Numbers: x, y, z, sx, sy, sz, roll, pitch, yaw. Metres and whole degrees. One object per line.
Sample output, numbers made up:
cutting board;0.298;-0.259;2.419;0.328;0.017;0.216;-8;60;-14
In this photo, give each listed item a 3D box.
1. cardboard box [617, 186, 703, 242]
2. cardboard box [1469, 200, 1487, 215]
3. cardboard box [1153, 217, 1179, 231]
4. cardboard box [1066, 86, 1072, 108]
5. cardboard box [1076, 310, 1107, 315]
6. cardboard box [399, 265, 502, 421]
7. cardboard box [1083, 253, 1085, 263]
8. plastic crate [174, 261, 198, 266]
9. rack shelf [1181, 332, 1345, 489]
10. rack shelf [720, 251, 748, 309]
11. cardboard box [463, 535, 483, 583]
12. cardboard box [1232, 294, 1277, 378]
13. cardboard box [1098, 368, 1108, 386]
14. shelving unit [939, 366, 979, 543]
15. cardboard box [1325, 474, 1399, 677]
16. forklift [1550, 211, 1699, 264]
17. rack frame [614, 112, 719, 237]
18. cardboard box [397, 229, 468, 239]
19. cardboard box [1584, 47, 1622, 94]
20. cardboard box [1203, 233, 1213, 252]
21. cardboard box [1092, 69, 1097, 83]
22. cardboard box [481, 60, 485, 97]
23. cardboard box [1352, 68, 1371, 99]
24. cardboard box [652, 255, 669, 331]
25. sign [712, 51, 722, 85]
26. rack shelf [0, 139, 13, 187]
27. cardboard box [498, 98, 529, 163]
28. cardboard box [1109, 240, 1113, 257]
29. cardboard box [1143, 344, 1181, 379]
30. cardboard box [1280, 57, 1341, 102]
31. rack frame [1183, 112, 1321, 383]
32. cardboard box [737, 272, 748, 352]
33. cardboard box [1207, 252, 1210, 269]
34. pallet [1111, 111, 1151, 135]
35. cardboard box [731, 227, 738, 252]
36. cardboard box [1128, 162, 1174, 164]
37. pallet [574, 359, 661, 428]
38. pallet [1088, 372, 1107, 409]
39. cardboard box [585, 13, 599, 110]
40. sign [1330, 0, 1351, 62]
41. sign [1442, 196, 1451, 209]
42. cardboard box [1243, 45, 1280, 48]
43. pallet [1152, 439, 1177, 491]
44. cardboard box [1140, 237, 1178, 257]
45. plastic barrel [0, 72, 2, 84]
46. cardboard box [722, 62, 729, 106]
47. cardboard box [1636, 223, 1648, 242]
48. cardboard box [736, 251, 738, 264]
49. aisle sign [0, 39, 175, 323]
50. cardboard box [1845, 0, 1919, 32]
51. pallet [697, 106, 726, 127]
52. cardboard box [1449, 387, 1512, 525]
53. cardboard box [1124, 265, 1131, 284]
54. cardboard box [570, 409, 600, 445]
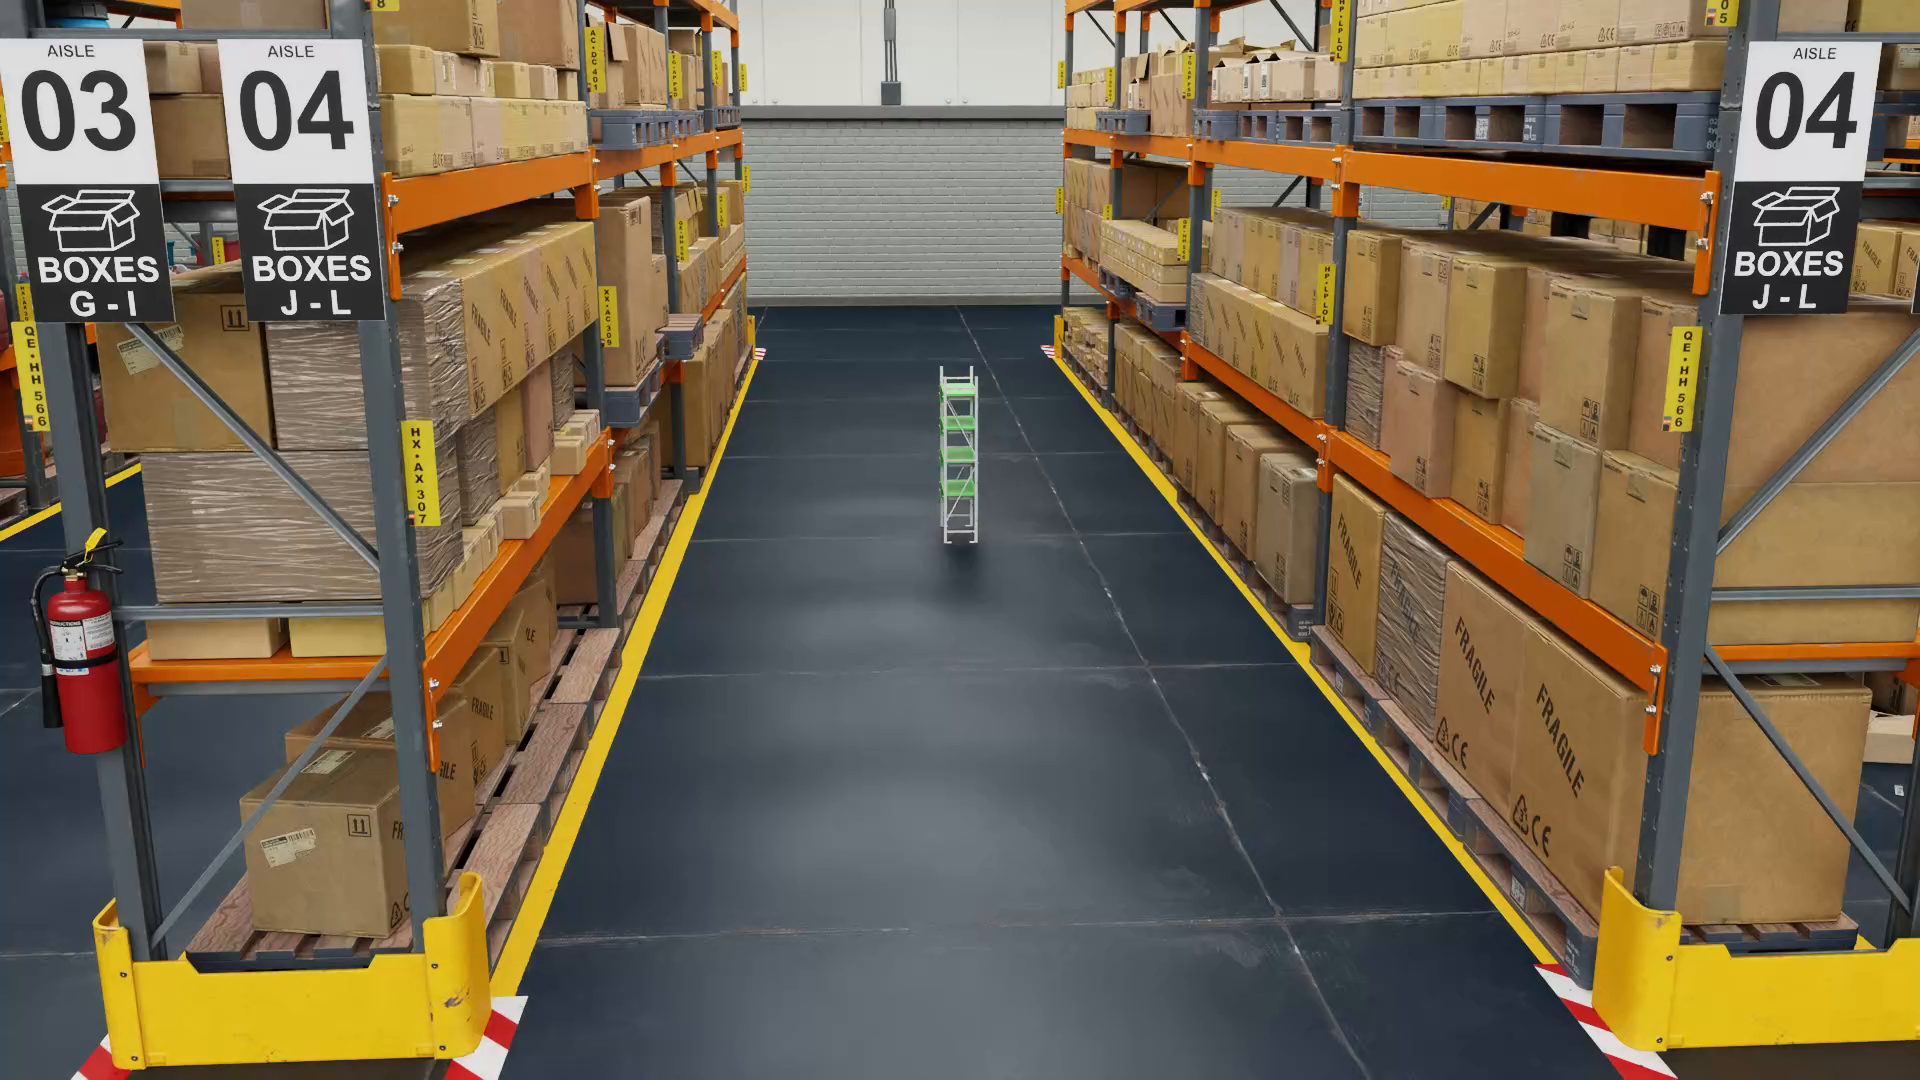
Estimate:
cardboard box;-2.878;-3.133;15.970;0.797;0.503;0.637;-1;14;-5
cardboard box;6.502;-4.186;20.068;0.500;0.500;0.500;-1;14;-5
cardboard box;2.252;-3.129;17.369;0.500;0.500;0.500;-1;14;-4
cardboard box;1.552;-5.310;19.924;0.500;0.250;0.500;-1;14;-3
cardboard box;1.614;-2.712;20.234;0.380;0.149;0.250;-1;14;-2
cardboard box;-1.968;-0.715;5.983;0.500;0.500;0.500;-1;14;-3
cardboard box;1.629;-3.274;19.236;0.380;0.149;0.250;-1;14;-5
plastic crate;-8.206;-2.851;17.520;0.437;0.125;0.590;-1;14;-3
rack shelf;2.403;-0.969;11.215;1.077;0.370;4.000;-1;14;-3
rack shelf;-3.049;-2.907;18.747;1.077;0.370;4.000;-1;14;-3
cardboard box;-1.995;0.087;6.172;0.380;0.149;0.250;-1;14;-3
cardboard box;2.131;-1.371;11.135;0.500;0.500;0.500;-1;14;-4
cardboard box;1.667;-1.724;17.586;0.380;0.149;0.250;-1;14;-3
shelving unit;-0.010;-0.622;12.037;0.258;1.200;0.503;-1;14;-3
cardboard box;2.496;0.164;8.792;0.875;0.875;0.875;-1;14;-3
forklift;4.709;-1.381;11.511;1.130;2.935;3.031;-1;14;-3
rack frame;-2.925;-2.758;16.725;1.000;3.000;0.127;-1;14;-3
cardboard box;-2.623;-1.205;7.884;0.500;0.500;0.500;-1;14;-3
cardboard box;2.384;-1.612;5.711;0.380;0.149;0.250;-1;14;-3
cardboard box;2.361;-2.629;14.692;0.380;0.149;0.250;0;14;-2
cardboard box;1.633;-5.019;17.992;0.380;0.149;0.250;-1;14;-4
cardboard box;-2.077;-1.804;6.498;0.380;0.149;0.250;-1;14;-4
cardboard box;2.210;-2.307;8.412;0.380;0.149;0.250;-1;14;-4
cardboard box;-2.470;-1.744;11.740;0.700;0.500;0.500;1;14;5
sign;-2.385;-4.624;16.289;0.100;0.325;0.005;-1;14;-3
rack shelf;-7.745;-3.288;14.210;1.077;0.370;4.000;-1;14;-3
cardboard box;-2.056;-1.658;6.732;0.500;0.250;0.500;0;14;-2
cardboard box;1.631;-2.801;15.958;0.380;0.149;0.250;-1;14;-2
cardboard box;1.917;-1.588;14.849;0.500;0.250;0.500;-1;14;-2
cardboard box;2.231;-2.755;9.952;0.500;0.250;0.500;-1;14;-4
rack frame;2.279;-1.814;13.058;1.000;3.000;0.127;-1;14;-3
cardboard box;-3.054;-2.769;20.190;0.875;0.875;0.875;-1;14;-3
cardboard box;2.368;-2.484;14.724;0.380;0.149;0.250;-1;14;-4
pallet;2.030;-3.758;14.969;1.213;0.211;1.003;-1;14;-3
cardboard box;-2.816;-3.455;19.138;0.500;0.250;0.500;-1;14;-5
cardboard box;2.169;-3.984;18.686;0.500;0.500;0.500;-1;14;-5
pallet;-2.332;-0.868;9.763;1.003;0.211;1.213;-1;14;-3
pallet;1.954;-1.625;17.919;1.003;0.211;1.213;-1;14;-3
cardboard box;-2.360;-2.593;9.013;0.797;0.503;0.637;-2;15;-6
sign;1.986;-2.664;8.672;0.100;0.325;0.005;-1;14;-3
sign;6.163;-4.356;21.040;0.100;0.325;0.005;-1;14;-3
cardboard box;2.442;-3.982;13.727;0.396;0.266;0.258;-1;14;-3
pallet;2.232;-0.658;14.161;1.003;0.211;1.213;-1;14;-3
cardboard box;1.741;-2.493;14.163;0.380;0.149;0.250;0;14;-2
plastic barrel;-7.881;-3.847;13.823;0.433;0.535;0.433;0;14;0
cardboard box;-3.088;-5.377;19.641;0.700;0.500;0.500;-2;15;-7
cardboard box;6.794;-3.079;15.765;0.500;0.500;0.500;-1;14;-5
cardboard box;-2.741;-3.229;19.060;0.380;0.149;0.250;-1;14;-3
aisle sign;-2.478;-1.012;4.724;0.394;0.787;0.004;-1;14;-3
cardboard box;3.001;-1.725;5.350;0.500;0.250;0.500;-1;14;-4
pallet;-2.966;-4.371;17.153;1.003;0.211;1.213;-1;14;-3
cardboard box;2.667;-0.398;7.252;0.875;0.550;0.500;-1;14;-3
cardboard box;1.695;-2.398;14.990;0.380;0.149;0.250;-2;15;-6
cardboard box;-2.123;-0.597;8.833;0.380;0.149;0.250;-1;14;-3
